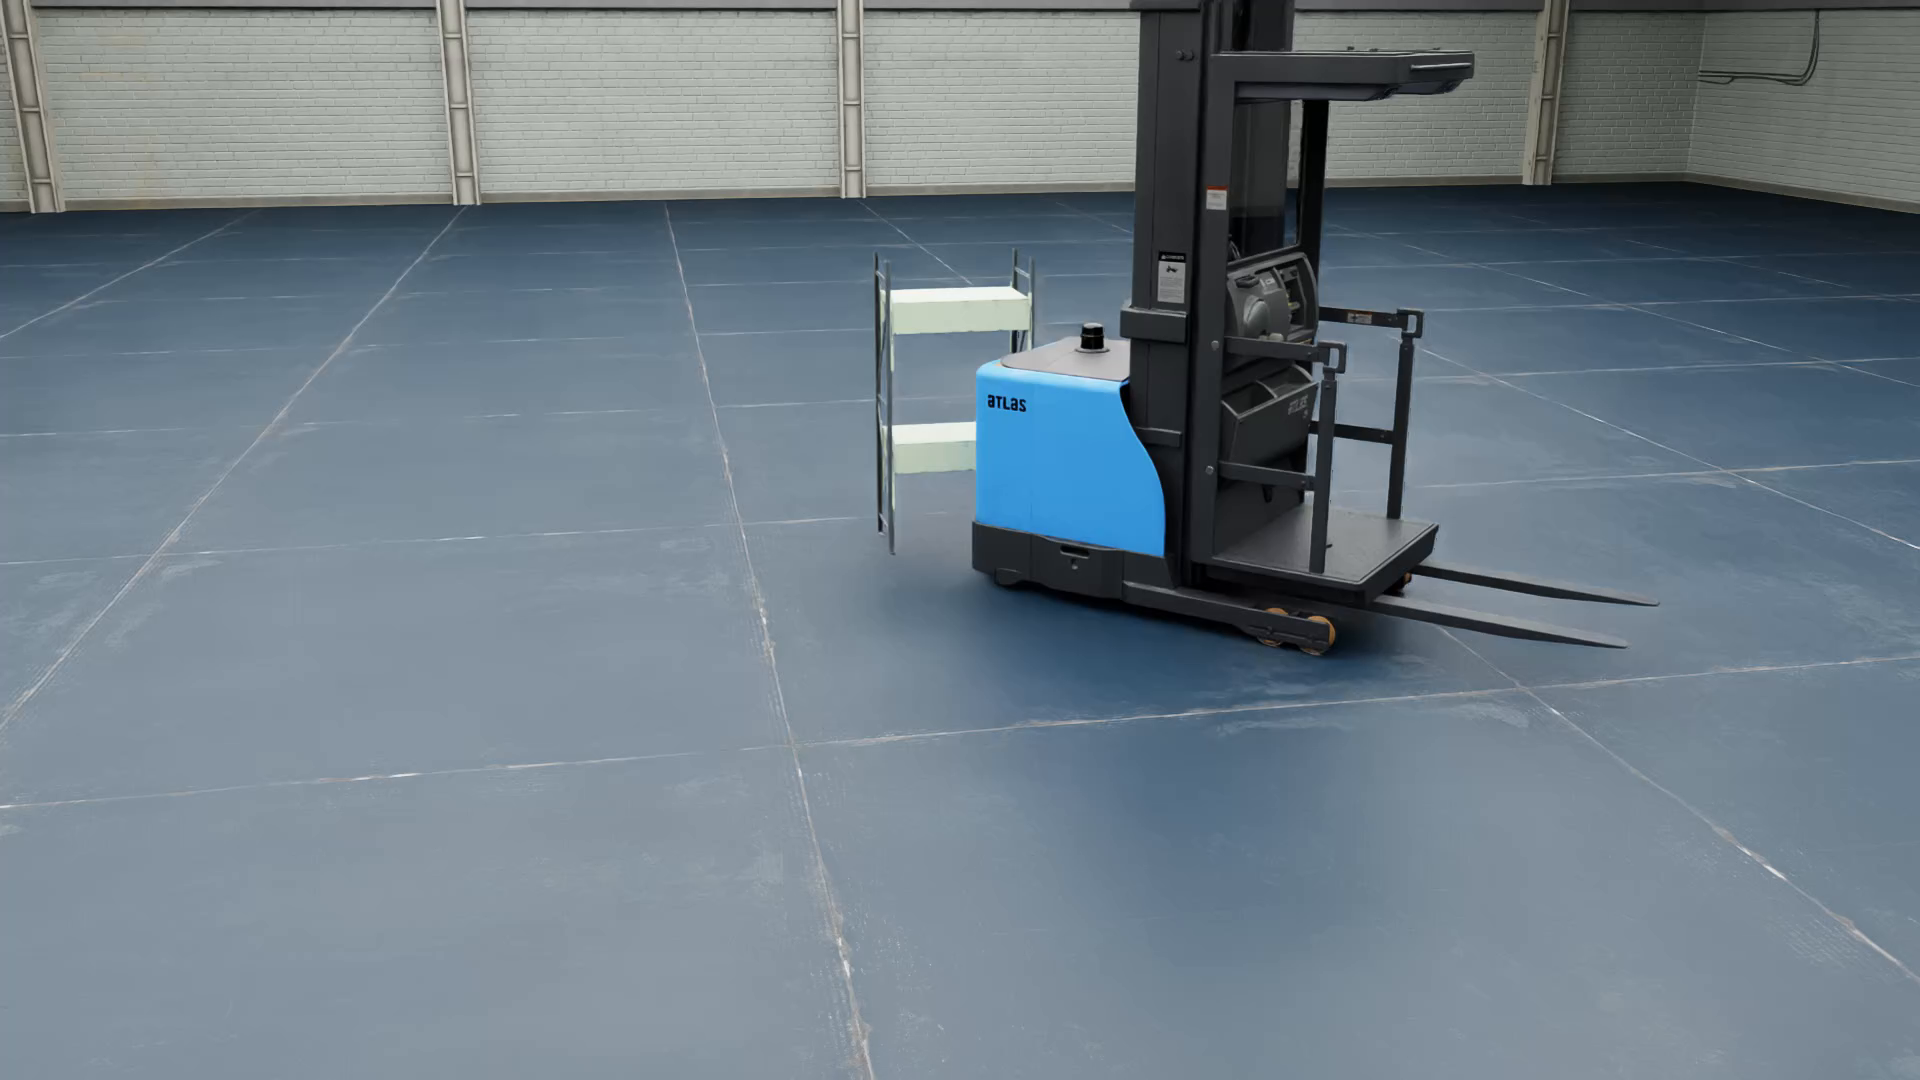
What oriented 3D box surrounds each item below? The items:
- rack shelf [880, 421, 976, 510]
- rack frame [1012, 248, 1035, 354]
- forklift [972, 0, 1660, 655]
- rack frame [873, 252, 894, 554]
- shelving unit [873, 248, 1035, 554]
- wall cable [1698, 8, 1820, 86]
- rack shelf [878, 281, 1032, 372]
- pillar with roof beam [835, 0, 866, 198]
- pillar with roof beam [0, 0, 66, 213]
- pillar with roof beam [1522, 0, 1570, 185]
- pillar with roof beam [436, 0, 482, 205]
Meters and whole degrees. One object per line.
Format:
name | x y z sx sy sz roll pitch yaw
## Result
rack shelf | -0.034 -0.412 8.709 0.720 0.370 0.431 -3 17 -11
rack frame | 0.324 -0.745 8.684 0.023 1.500 0.400 -3 17 -11
forklift | 1.575 -1.082 7.342 3.031 2.935 1.130 11 20 31
rack frame | -0.392 -0.702 8.542 0.023 1.500 0.400 -3 17 -11
shelving unit | -0.034 -0.724 8.613 0.755 1.500 0.431 -3 17 -11
wall cable | 13.195 -8.805 27.441 0.112 2.526 3.097 -3 17 -10
rack shelf | -0.034 -1.097 8.498 0.720 0.370 0.431 -3 17 -11
pillar with roof beam | -0.914 -8.597 21.475 0.400 9.000 9.100 -3 17 -10
pillar with roof beam | -12.696 -7.929 19.299 0.400 9.000 9.100 -3 17 -10
pillar with roof beam | 10.868 -9.265 23.651 0.400 9.000 9.100 -3 17 -10
pillar with roof beam | -6.805 -8.263 20.387 0.400 9.000 9.100 -3 17 -10
